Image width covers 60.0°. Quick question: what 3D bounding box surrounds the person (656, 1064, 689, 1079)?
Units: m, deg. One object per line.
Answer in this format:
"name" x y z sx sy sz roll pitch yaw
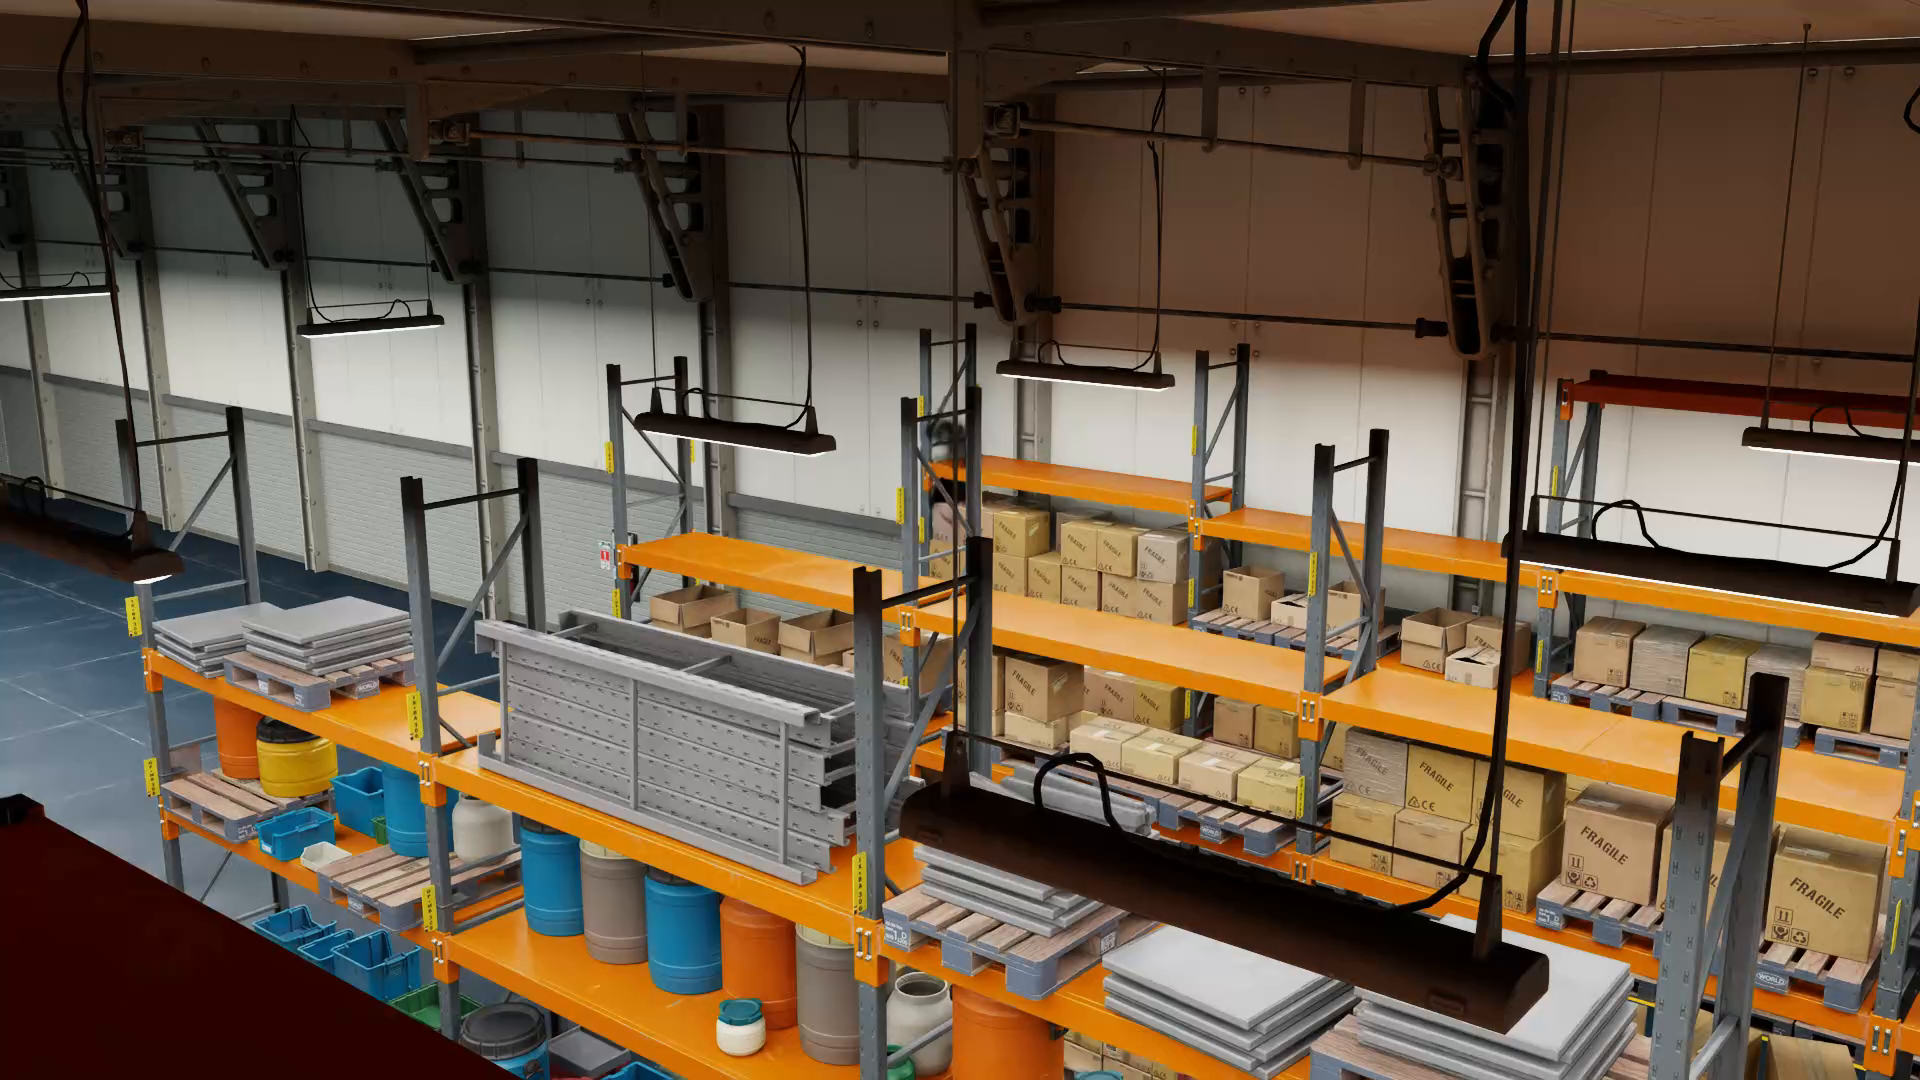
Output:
"person" -2.453 4.063 14.202 0.968 1.747 0.710 8 15 33
